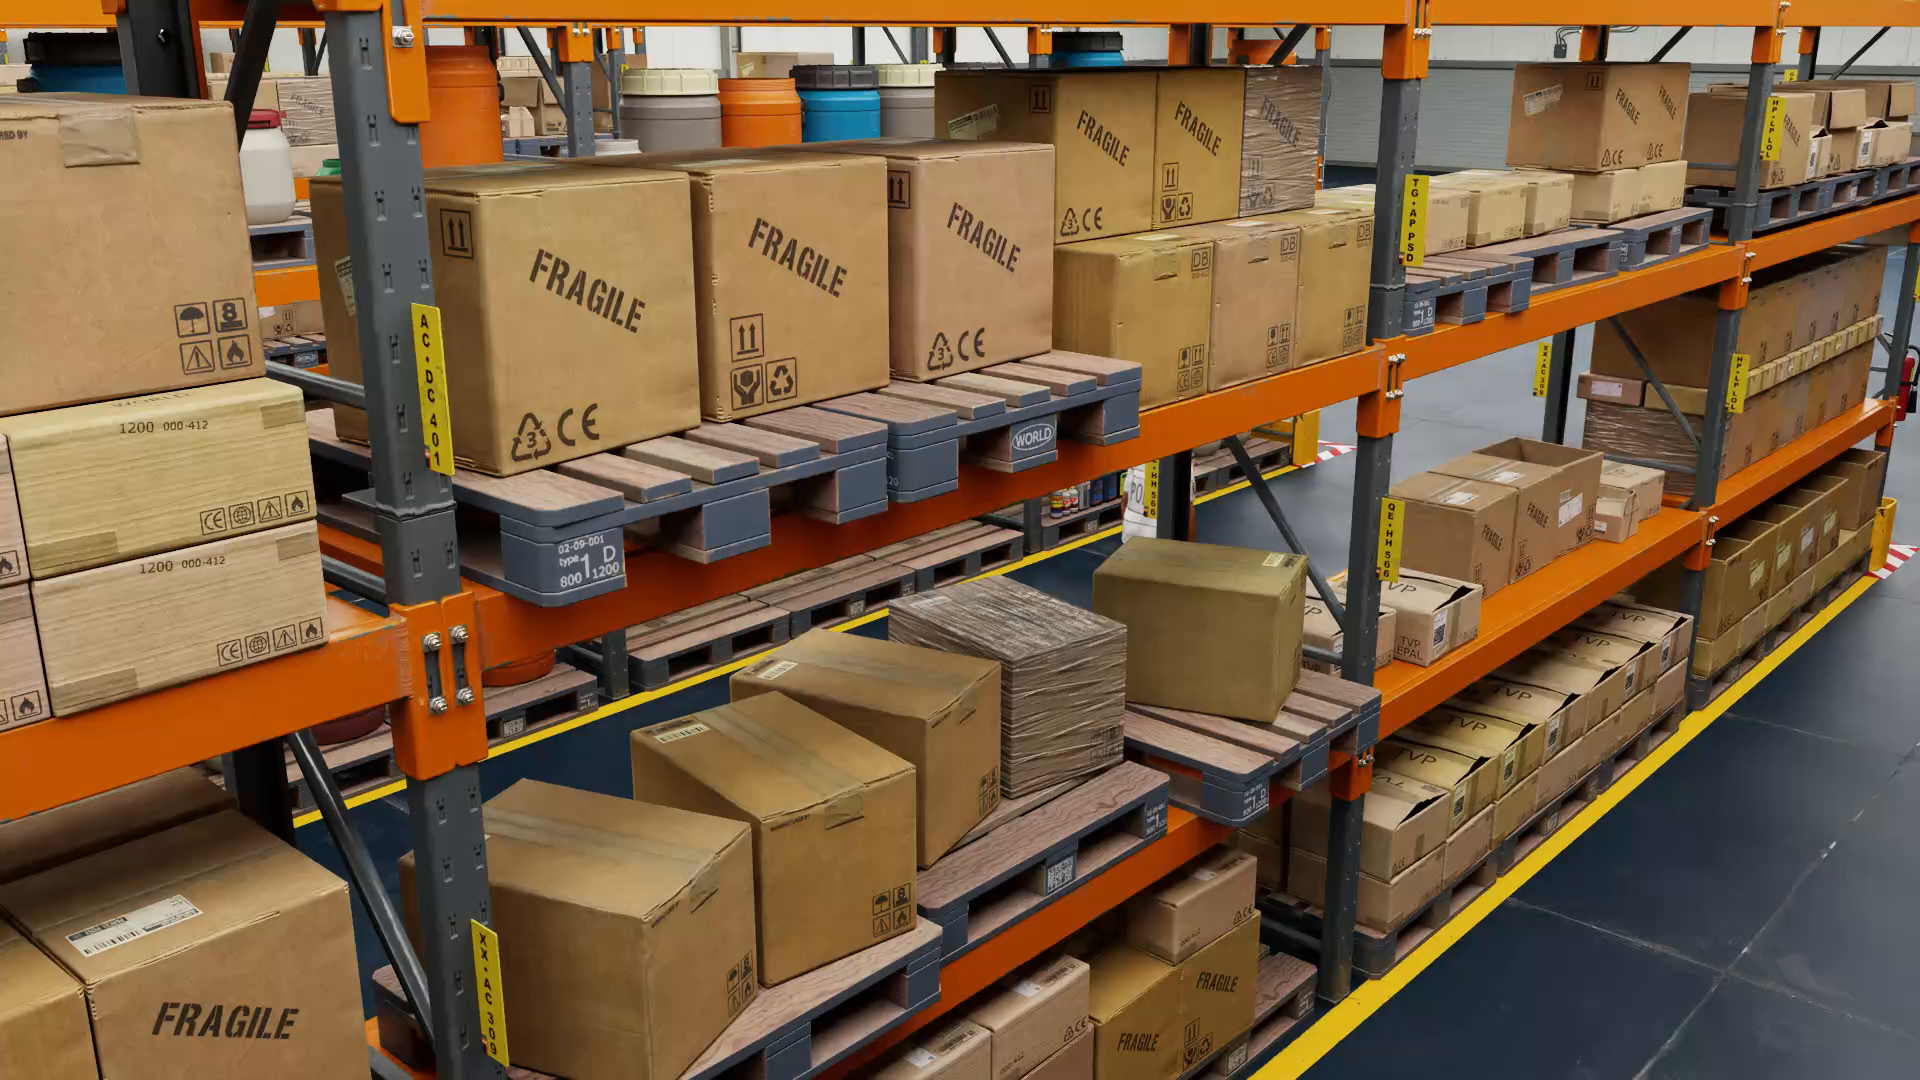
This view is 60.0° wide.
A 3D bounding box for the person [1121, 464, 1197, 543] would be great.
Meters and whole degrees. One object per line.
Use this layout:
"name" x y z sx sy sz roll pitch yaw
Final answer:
"person" 1.283 0.013 10.493 0.558 1.665 0.468 13 21 36
